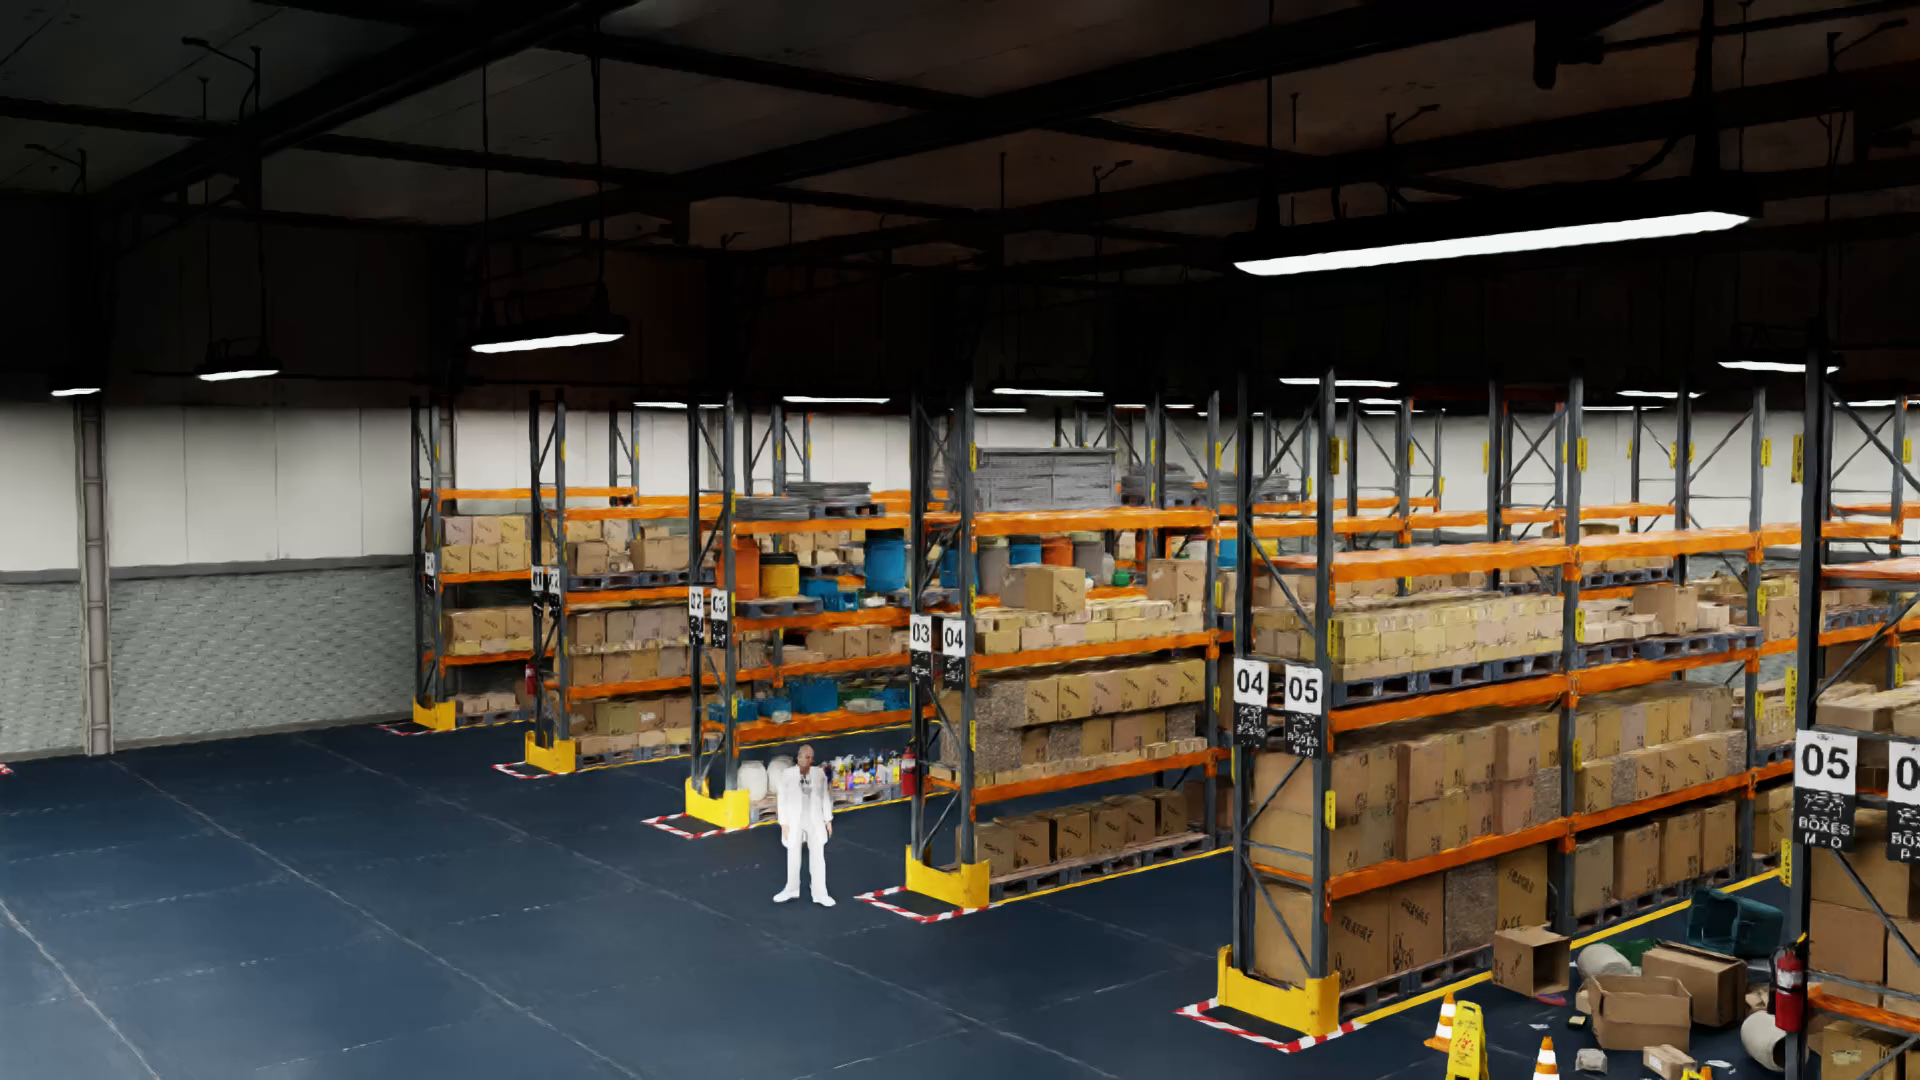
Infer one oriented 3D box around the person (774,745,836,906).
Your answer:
[{"bbox_3d":[-1.748,3.210,18.583,0.674,1.702,0.528,-1,3,-12],"label":"person"}]
